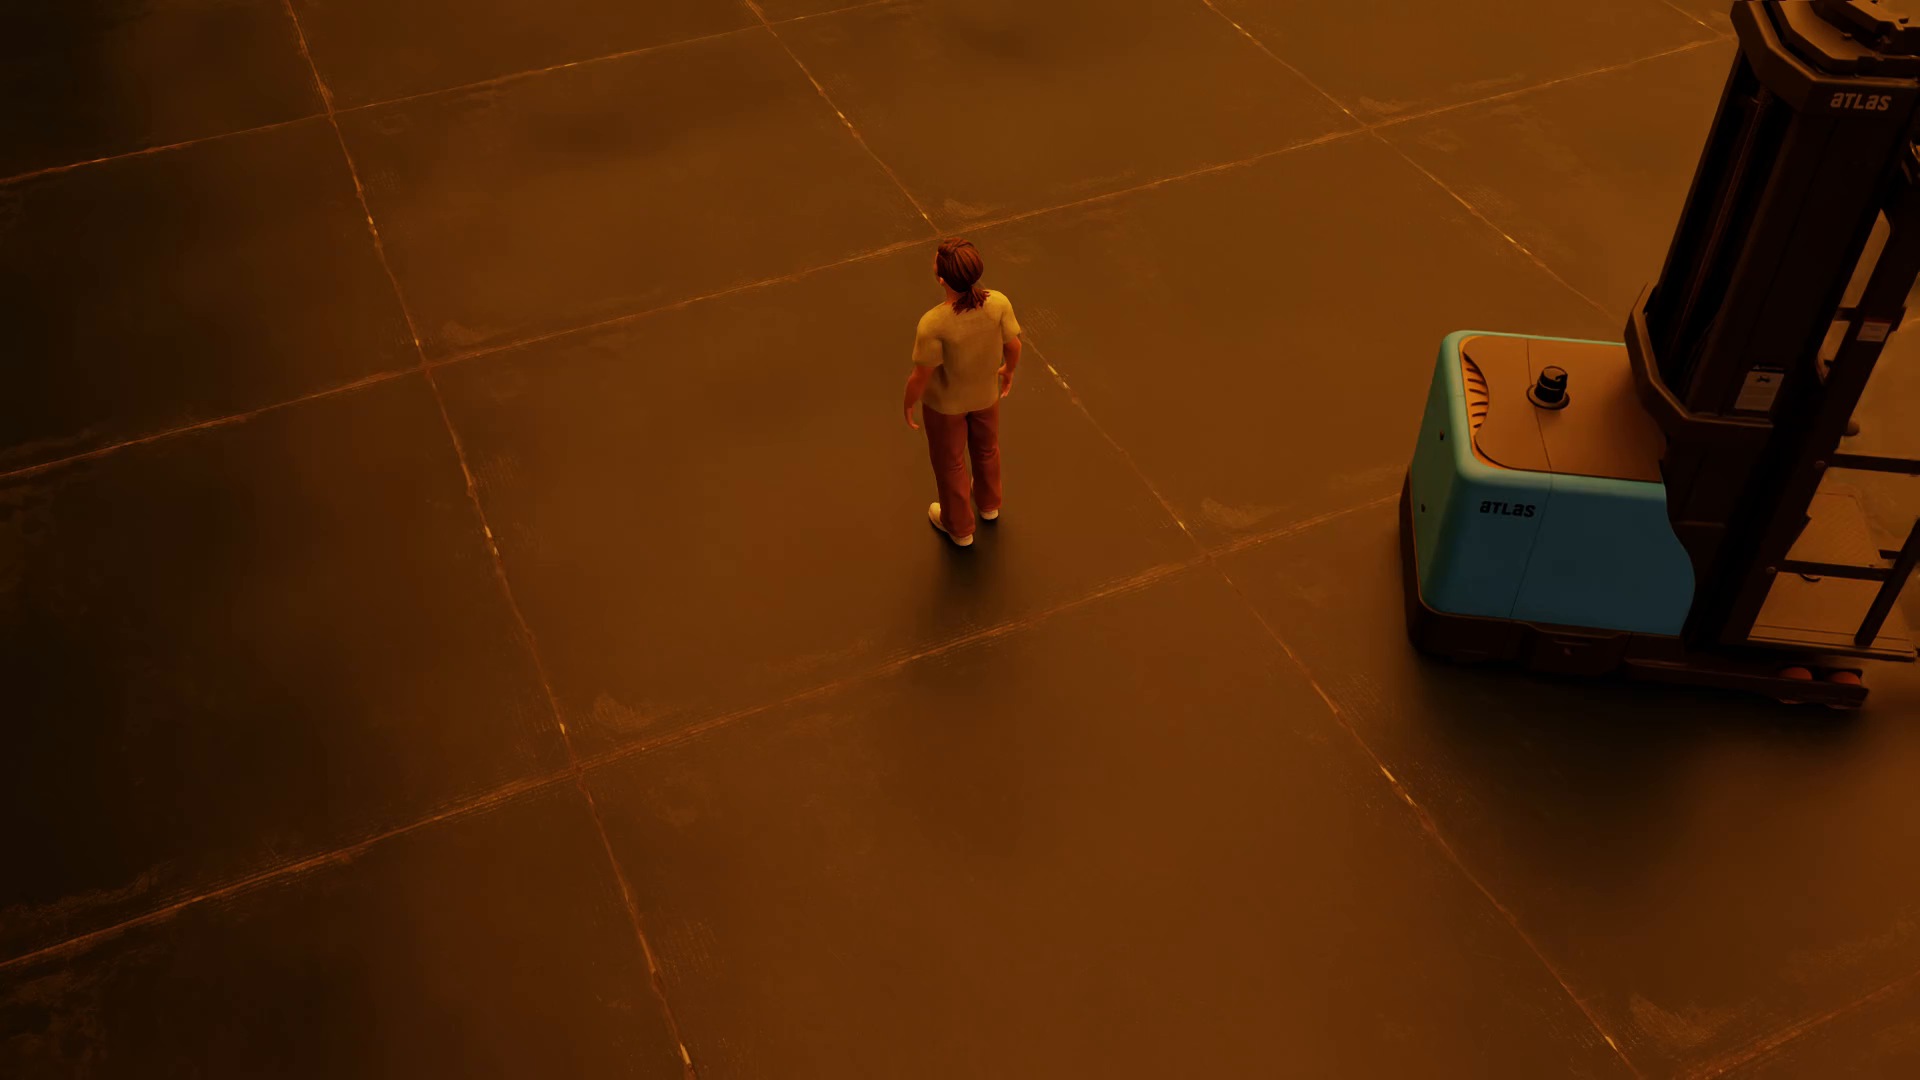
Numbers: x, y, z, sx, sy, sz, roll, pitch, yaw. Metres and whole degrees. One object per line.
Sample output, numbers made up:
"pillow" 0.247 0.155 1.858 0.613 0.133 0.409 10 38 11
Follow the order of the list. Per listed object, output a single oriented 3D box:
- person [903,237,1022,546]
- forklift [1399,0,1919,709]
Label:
"person" -0.020 -0.667 7.304 0.553 1.673 0.548 -18 46 -18
"forklift" 3.522 -0.743 6.477 3.031 2.935 1.130 6 43 6
